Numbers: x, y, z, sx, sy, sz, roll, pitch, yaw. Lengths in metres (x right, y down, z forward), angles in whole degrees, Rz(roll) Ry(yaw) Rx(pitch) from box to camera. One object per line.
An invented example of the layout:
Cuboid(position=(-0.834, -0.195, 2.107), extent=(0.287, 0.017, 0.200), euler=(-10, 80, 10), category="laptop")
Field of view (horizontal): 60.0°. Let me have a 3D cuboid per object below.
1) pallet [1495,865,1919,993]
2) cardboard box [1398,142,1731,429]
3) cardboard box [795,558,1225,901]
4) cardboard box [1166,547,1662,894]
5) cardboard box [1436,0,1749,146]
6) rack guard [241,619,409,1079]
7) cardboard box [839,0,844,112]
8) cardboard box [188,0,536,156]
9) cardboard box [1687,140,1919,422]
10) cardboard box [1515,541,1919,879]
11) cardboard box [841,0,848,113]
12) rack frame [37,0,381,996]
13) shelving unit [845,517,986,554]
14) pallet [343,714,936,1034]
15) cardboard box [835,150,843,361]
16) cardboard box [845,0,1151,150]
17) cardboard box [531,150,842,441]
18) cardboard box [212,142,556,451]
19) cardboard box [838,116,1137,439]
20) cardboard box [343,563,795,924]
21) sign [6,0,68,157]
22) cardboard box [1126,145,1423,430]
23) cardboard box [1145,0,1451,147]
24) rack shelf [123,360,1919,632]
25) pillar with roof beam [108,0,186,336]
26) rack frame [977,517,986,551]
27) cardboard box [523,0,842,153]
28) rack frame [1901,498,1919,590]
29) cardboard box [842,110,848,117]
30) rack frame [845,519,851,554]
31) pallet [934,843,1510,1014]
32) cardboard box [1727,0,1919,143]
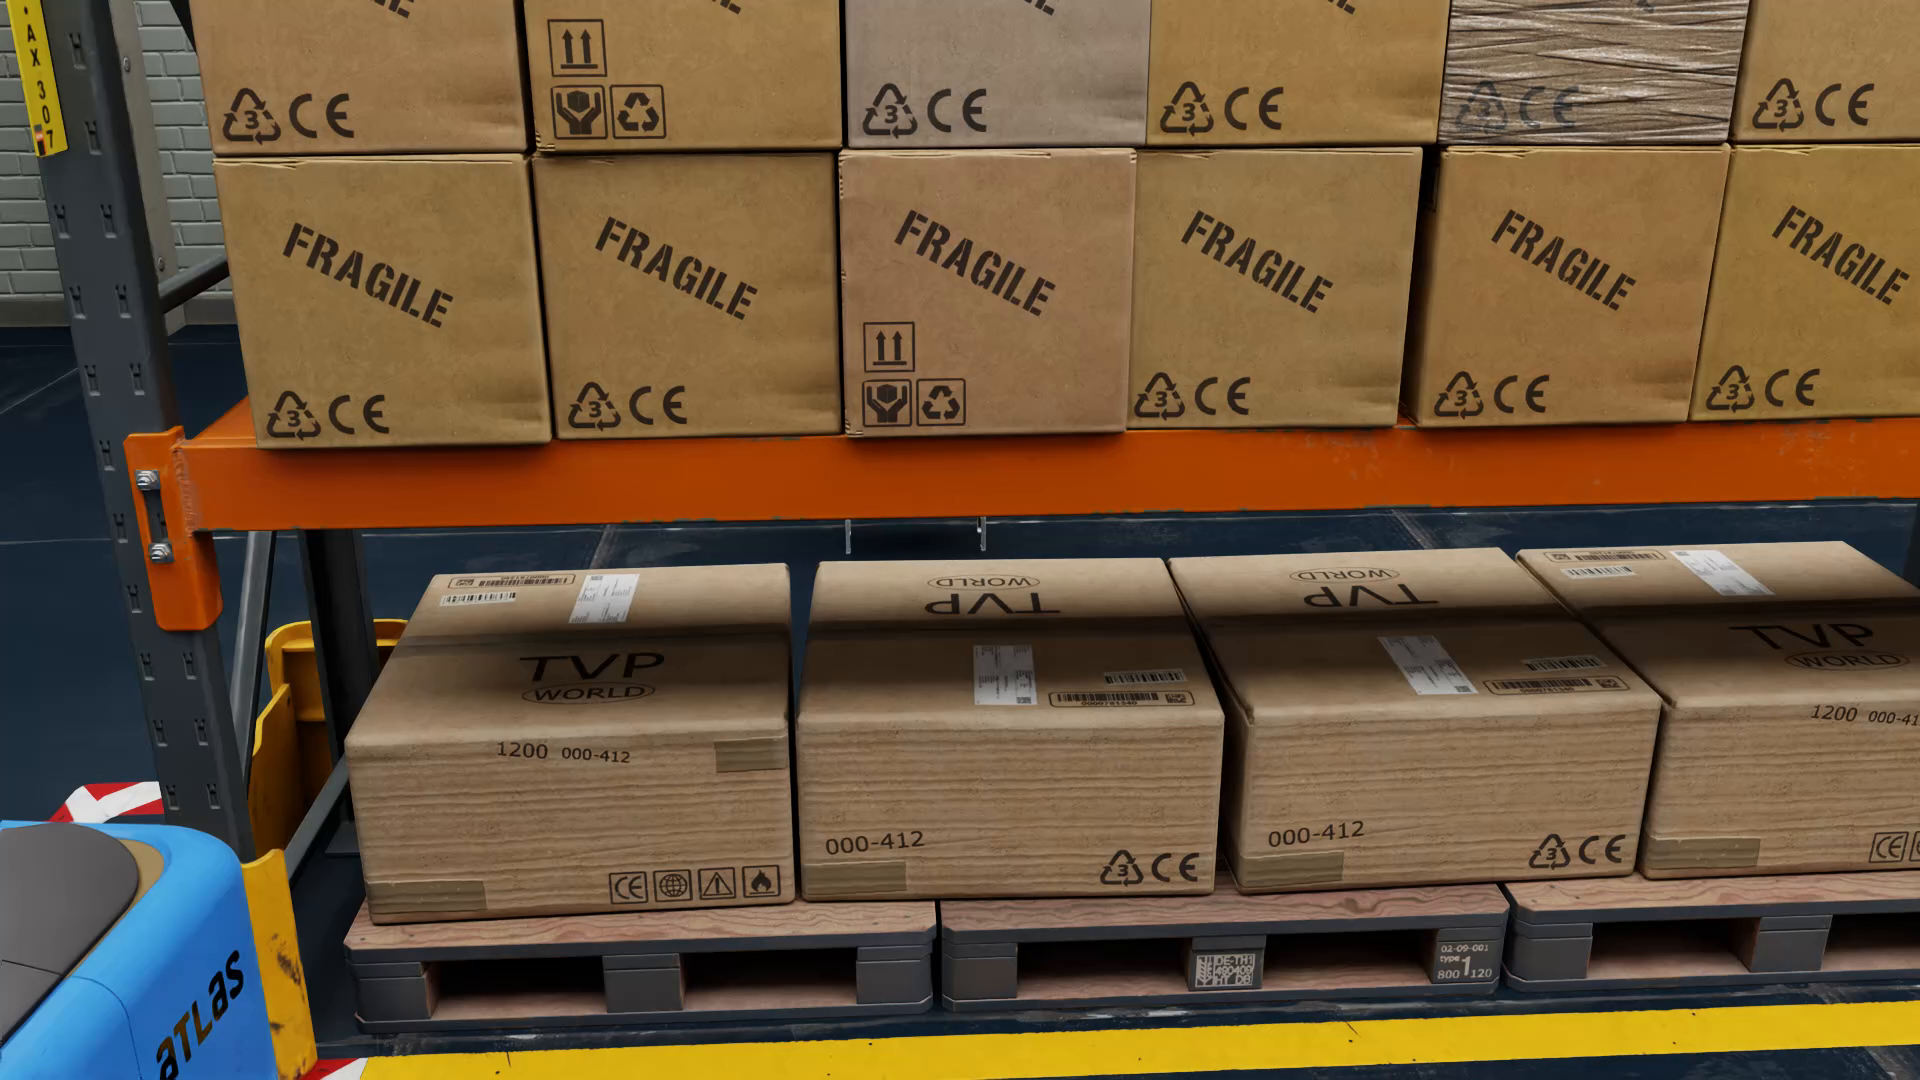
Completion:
Cuboid(position=(1.754, 0.684, 4.028), extent=(1.213, 0.211, 1.003), euler=(-1, 21, -3), category="pallet")
Cuboid(position=(1.055, -0.526, 3.145), extent=(0.500, 0.500, 0.500), euler=(-1, 21, -4), category="cardboard box")
Cuboid(position=(0.090, 0.405, 3.852), extent=(0.875, 0.438, 0.875), euler=(-1, 21, -2), category="cardboard box")
Cuboid(position=(0.991, 0.387, 3.899), extent=(0.875, 0.438, 0.875), euler=(-2, 21, -5), category="cardboard box")
Cuboid(position=(1.048, -0.992, 2.965), extent=(0.500, 0.500, 0.500), euler=(-1, 21, -2), category="cardboard box")
Cuboid(position=(-1.500, 0.643, 3.729), extent=(0.348, 0.500, 1.175), euler=(-1, 21, -3), category="rack guard")
Cuboid(position=(-0.488, -1.155, 3.393), extent=(0.500, 0.500, 0.500), euler=(-1, 21, -3), category="cardboard box")
Cuboid(position=(-0.980, -0.948, 2.850), extent=(0.500, 0.500, 0.500), euler=(-2, 21, -4), category="cardboard box")
Cuboid(position=(1.556, -0.541, 3.186), extent=(0.500, 0.500, 0.500), euler=(-2, 21, -4), category="cardboard box")
Cuboid(position=(1.885, 0.369, 3.947), extent=(0.875, 0.438, 0.875), euler=(-1, 21, -4), category="cardboard box")
Cuboid(position=(0.006, -1.164, 3.417), extent=(0.500, 0.500, 0.500), euler=(-1, 21, -3), category="cardboard box")
Cuboid(position=(-1.476, -0.526, 3.286), extent=(0.127, 3.000, 1.000), euler=(-1, 21, -3), category="rack frame")
Cuboid(position=(-0.165, -0.557, 5.899), extent=(0.503, 1.200, 0.258), euler=(-1, 21, -3), category="shelving unit")
Cuboid(position=(-0.682, 0.734, 3.898), extent=(1.213, 0.211, 1.003), euler=(-1, 21, -3), category="pallet")
Cuboid(position=(-0.508, -0.681, 3.554), extent=(0.500, 0.500, 0.500), euler=(-2, 21, -4), category="cardboard box")
Cuboid(position=(0.048, -0.974, 2.919), extent=(0.500, 0.500, 0.500), euler=(-1, 21, -3), category="cardboard box")
Cuboid(position=(-0.477, -0.500, 3.079), extent=(0.500, 0.500, 0.500), euler=(-1, 21, -4), category="cardboard box")
Cuboid(position=(-0.980, -0.480, 3.026), extent=(0.500, 0.500, 0.500), euler=(-1, 21, -3), category="cardboard box")
Cuboid(position=(0.032, -0.504, 3.089), extent=(0.500, 0.500, 0.500), euler=(-1, 21, -3), category="cardboard box")
Cuboid(position=(-0.823, 0.427, 3.796), extent=(0.875, 0.438, 0.875), euler=(-2, 21, -5), category="cardboard box")
Cuboid(position=(-1.450, -0.770, 2.600), extent=(0.005, 0.325, 0.100), euler=(-1, 21, -3), category="sign")
Cuboid(position=(0.531, -0.520, 3.131), extent=(0.500, 0.500, 0.500), euler=(0, 21, -1), category="cardboard box")
Cuboid(position=(0.546, -0.985, 2.946), extent=(0.500, 0.500, 0.500), euler=(-1, 21, -3), category="cardboard box")
Cuboid(position=(0.521, -0.230, 3.521), extent=(4.000, 0.370, 1.077), euler=(-1, 21, -3), category="rack shelf")
Cuboid(position=(-4.261, -3.829, 3.530), extent=(0.400, 9.000, 9.100), euler=(-1, 21, -3), category="pillar with roof beam")
Cuboid(position=(0.078, -0.562, 5.912), extent=(0.015, 1.200, 0.240), euler=(-1, 21, -3), category="rack frame")
Cuboid(position=(-0.465, -0.961, 2.884), extent=(0.500, 0.500, 0.500), euler=(-2, 21, -5), category="cardboard box")
Cuboid(position=(2.518, -0.607, 3.499), extent=(0.127, 3.000, 1.000), euler=(-1, 21, -3), category="rack frame")
Cuboid(position=(0.005, -0.695, 3.590), extent=(0.500, 0.500, 0.500), euler=(-1, 21, -1), category="cardboard box")
Cuboid(position=(-0.409, -0.552, 5.886), extent=(0.015, 1.200, 0.240), euler=(-1, 21, -3), category="rack frame")
Cuboid(position=(0.533, 0.710, 3.960), extent=(1.213, 0.211, 1.003), euler=(-1, 21, -3), category="pallet")
Cuboid(position=(1.555, -1.006, 3.001), extent=(0.500, 0.500, 0.500), euler=(-1, 21, -4), category="cardboard box")
